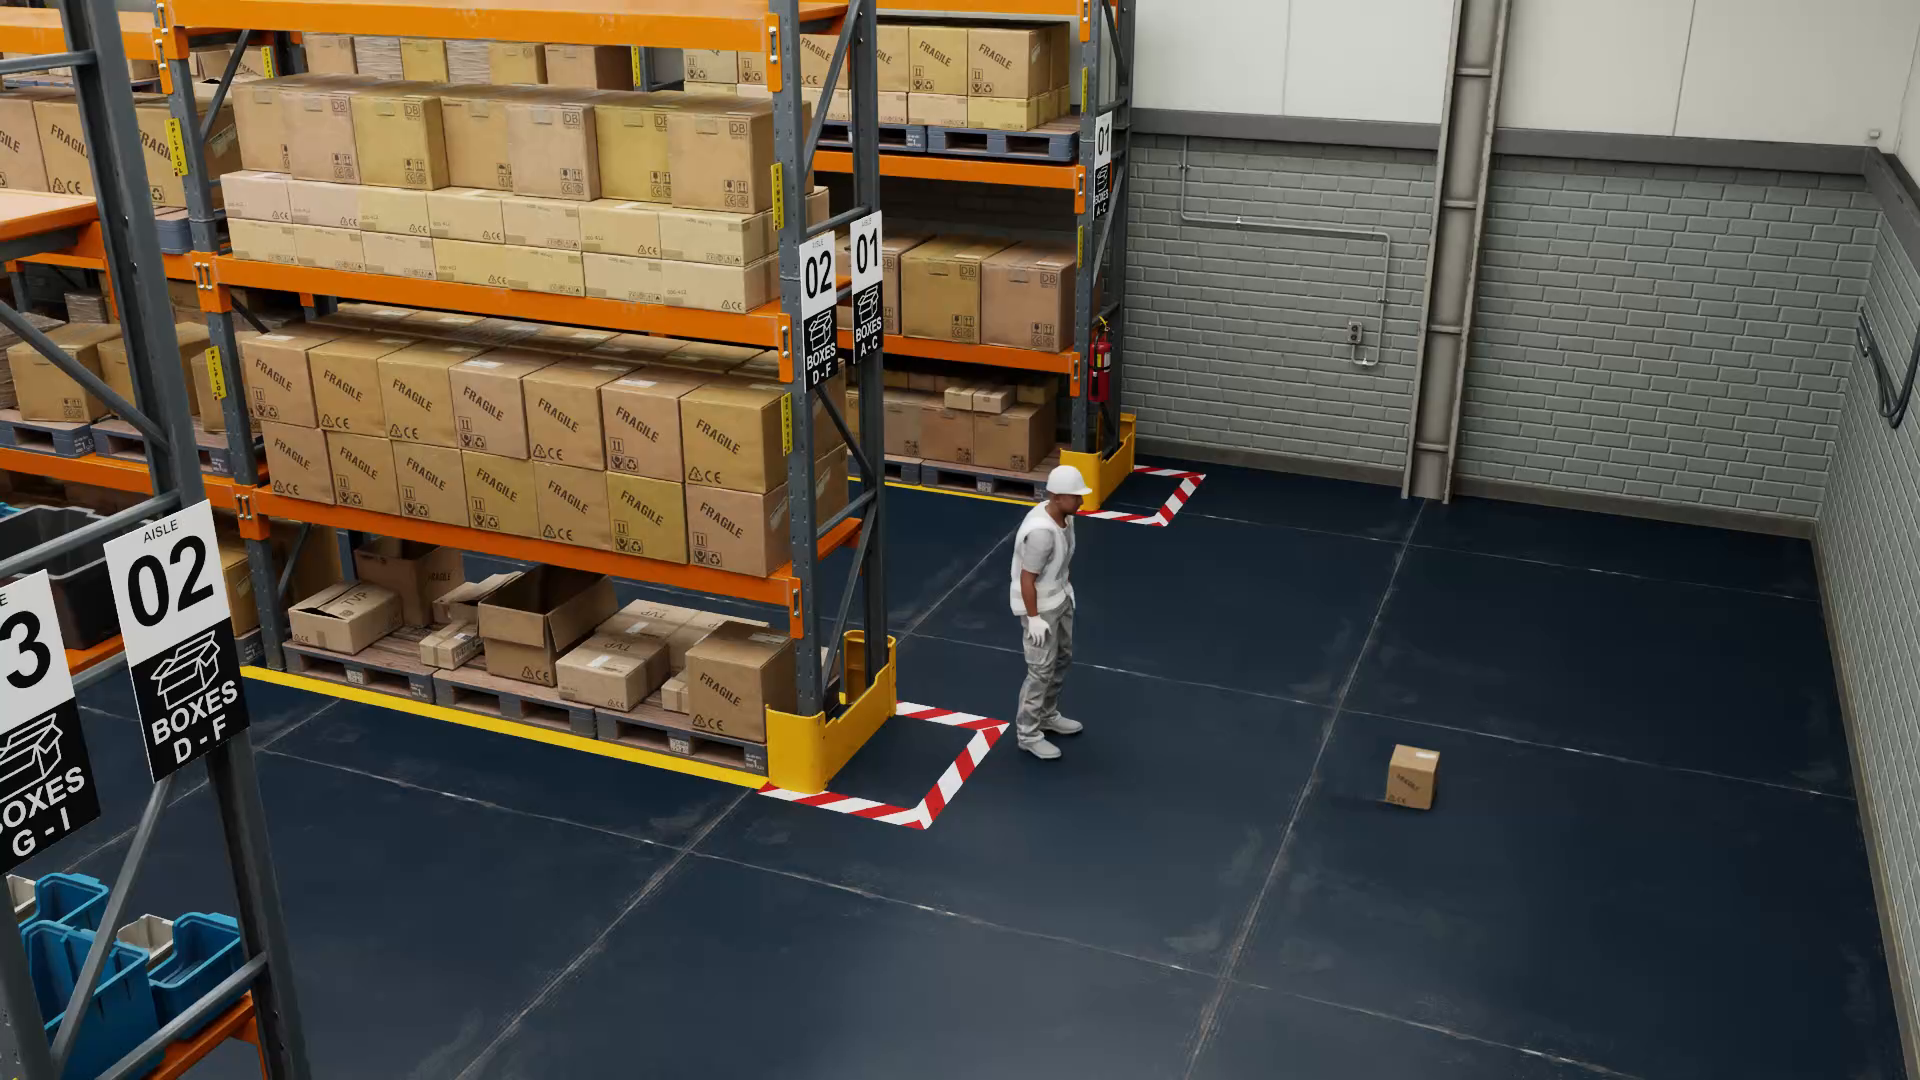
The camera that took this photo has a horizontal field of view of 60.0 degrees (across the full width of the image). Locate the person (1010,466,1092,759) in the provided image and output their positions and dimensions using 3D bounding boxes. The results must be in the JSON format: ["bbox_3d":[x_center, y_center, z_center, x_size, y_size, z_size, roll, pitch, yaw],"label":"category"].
[{"bbox_3d":[0.541,0.398,9.947,0.452,1.772,0.617,9,24,22],"label":"person"}]
